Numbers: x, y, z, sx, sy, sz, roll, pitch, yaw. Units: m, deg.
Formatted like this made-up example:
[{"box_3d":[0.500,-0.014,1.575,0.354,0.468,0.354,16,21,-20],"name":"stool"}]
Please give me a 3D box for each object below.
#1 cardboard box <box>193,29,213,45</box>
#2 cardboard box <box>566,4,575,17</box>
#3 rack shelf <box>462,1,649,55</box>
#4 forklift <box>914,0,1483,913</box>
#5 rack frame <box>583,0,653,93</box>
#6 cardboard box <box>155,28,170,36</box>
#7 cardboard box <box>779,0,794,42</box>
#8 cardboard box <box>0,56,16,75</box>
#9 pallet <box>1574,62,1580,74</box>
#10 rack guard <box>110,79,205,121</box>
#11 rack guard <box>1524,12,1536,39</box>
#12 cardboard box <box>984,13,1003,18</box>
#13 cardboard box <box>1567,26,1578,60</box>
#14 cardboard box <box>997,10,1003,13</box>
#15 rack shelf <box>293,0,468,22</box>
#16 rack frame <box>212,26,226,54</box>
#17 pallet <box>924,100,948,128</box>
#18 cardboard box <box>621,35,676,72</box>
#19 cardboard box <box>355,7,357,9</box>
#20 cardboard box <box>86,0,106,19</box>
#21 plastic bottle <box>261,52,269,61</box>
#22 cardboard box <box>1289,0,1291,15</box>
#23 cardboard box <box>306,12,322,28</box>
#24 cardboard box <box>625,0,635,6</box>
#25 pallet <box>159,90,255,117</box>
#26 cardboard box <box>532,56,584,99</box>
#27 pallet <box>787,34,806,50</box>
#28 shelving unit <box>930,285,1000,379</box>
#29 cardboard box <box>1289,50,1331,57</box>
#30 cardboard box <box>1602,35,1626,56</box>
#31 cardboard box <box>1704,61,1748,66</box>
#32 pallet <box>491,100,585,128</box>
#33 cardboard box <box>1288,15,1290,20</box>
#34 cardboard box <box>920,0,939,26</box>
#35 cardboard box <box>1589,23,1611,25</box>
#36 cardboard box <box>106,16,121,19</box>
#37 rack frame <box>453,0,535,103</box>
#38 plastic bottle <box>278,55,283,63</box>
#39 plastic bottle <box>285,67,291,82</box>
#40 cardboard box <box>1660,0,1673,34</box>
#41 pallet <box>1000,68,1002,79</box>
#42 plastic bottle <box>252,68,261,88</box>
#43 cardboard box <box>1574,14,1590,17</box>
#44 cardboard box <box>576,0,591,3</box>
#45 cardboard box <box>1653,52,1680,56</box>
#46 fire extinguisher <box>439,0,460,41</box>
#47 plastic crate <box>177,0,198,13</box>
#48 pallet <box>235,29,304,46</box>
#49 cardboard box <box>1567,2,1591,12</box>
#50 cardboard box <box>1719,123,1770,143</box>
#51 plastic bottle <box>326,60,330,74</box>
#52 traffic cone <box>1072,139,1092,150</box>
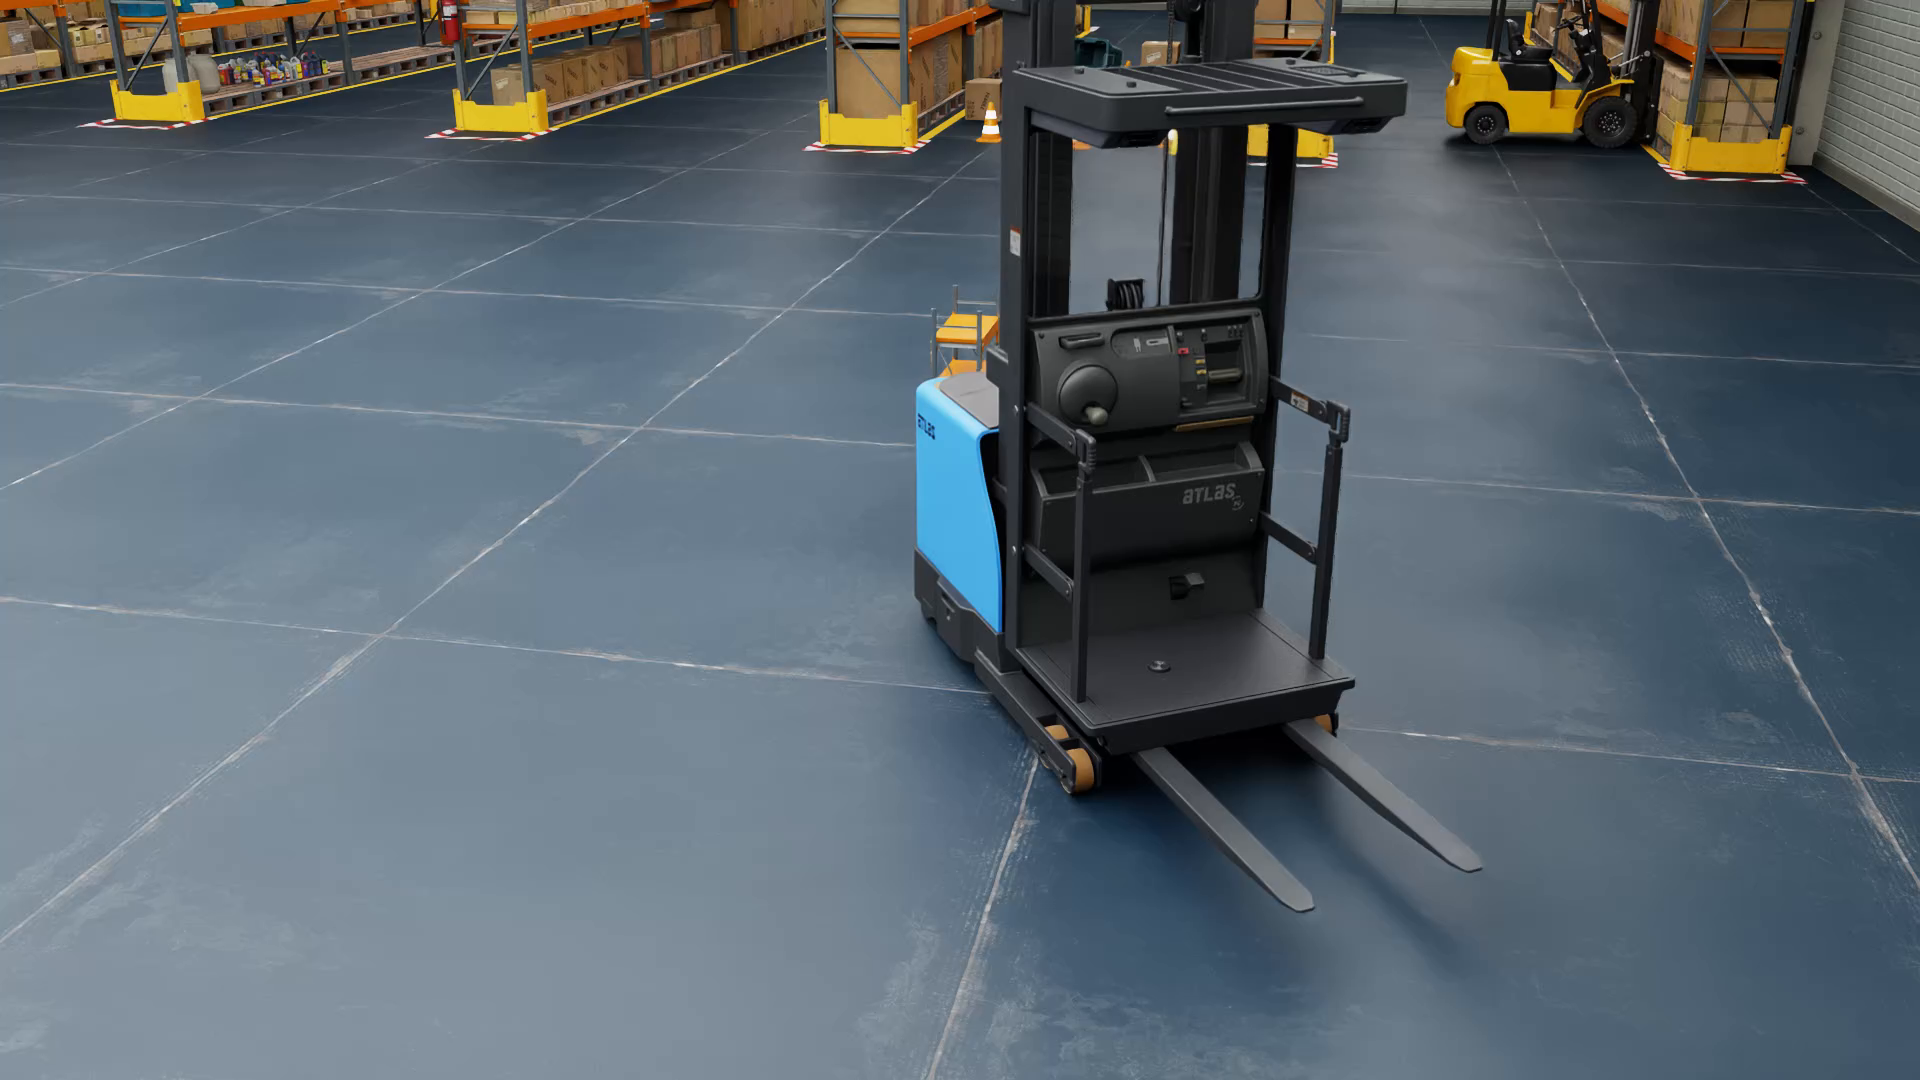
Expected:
[{"box_3d":[-13.882,-9.085,30.014,0.500,0.250,0.500,5,22,12],"name":"cardboard box"},{"box_3d":[-5.409,-7.121,22.357,0.380,0.149,0.250,4,22,11],"name":"cardboard box"},{"box_3d":[-5.541,-7.092,22.910,1.077,0.370,4.000,4,22,11],"name":"rack shelf"},{"box_3d":[0.790,-0.610,5.946,1.130,2.935,3.031,-8,23,-19],"name":"forklift"},{"box_3d":[-5.133,-8.157,24.592,1.000,3.000,0.127,4,22,11],"name":"rack frame"},{"box_3d":[-14.085,-8.971,28.980,0.500,0.311,0.500,4,22,11],"name":"cardboard box"},{"box_3d":[-3.793,-9.730,30.779,1.225,0.875,0.875,4,22,9],"name":"cardboard box"},{"box_3d":[-14.910,-7.281,25.534,0.500,0.250,0.500,4,22,11],"name":"cardboard box"},{"box_3d":[10.434,-7.464,26.604,1.003,0.211,1.213,4,22,11],"name":"pallet"},{"box_3d":[-10.828,-5.944,22.442,1.175,0.500,0.348,4,22,11],"name":"rack guard"},{"box_3d":[11.862,-10.226,33.075,1.175,0.500,0.348,4,22,11],"name":"rack guard"},{"box_3d":[0.306,-8.140,27.000,1.050,0.750,0.750,4,22,10],"name":"cardboard box"},{"box_3d":[10.425,-8.259,27.629,0.500,0.500,0.500,4,22,9],"name":"cardboard box"},{"box_3d":[0.896,-8.822,28.023,0.500,0.250,0.500,3,22,8],"name":"cardboard box"},{"box_3d":[-9.573,-8.932,27.480,1.077,0.370,4.000,4,22,11],"name":"rack shelf"},{"box_3d":[-14.014,-10.376,30.103,1.000,3.000,0.127,4,22,11],"name":"rack frame"},{"box_3d":[-0.776,-5.729,22.295,1.003,0.211,1.213,4,22,11],"name":"pallet"},{"box_3d":[-4.871,-7.597,25.960,0.700,0.500,0.500,4,22,11],"name":"cardboard box"},{"box_3d":[-13.206,-11.300,35.407,0.500,0.311,0.500,4,22,11],"name":"cardboard box"},{"box_3d":[-18.053,-11.166,34.378,0.750,0.750,0.750,5,22,12],"name":"cardboard box"},{"box_3d":[-10.552,-7.246,25.288,0.144,0.351,0.185,5,22,12],"name":"plastic bottle"},{"box_3d":[3.928,-6.892,20.919,0.500,0.500,0.500,5,22,12],"name":"cardboard box"},{"box_3d":[-13.127,-10.501,33.170,0.500,0.500,0.500,5,22,11],"name":"cardboard box"},{"box_3d":[-4.949,-7.849,24.163,0.380,0.149,0.250,4,22,11],"name":"cardboard box"},{"box_3d":[-10.657,-6.106,23.233,1.003,0.211,1.213,4,22,11],"name":"pallet"},{"box_3d":[-5.570,-6.405,23.026,0.500,0.500,0.500,7,23,16],"name":"cardboard box"},{"box_3d":[-3.584,-9.501,31.663,1.003,0.211,1.213,4,22,11],"name":"pallet"},{"box_3d":[0.034,-0.617,8.280,0.258,1.200,0.503,4,22,11],"name":"shelving unit"},{"box_3d":[4.506,-6.059,21.498,0.500,0.500,0.500,6,23,14],"name":"cardboard box"},{"box_3d":[9.979,-7.114,24.619,0.875,0.625,0.625,5,23,13],"name":"cardboard box"},{"box_3d":[9.218,-5.658,20.167,0.500,0.250,0.500,4,22,10],"name":"cardboard box"},{"box_3d":[-5.733,-5.723,22.281,1.003,0.211,1.213,4,22,11],"name":"pallet"},{"box_3d":[3.951,-6.533,20.895,0.380,0.149,0.250,4,22,11],"name":"cardboard box"},{"box_3d":[-0.754,-6.886,21.235,0.875,0.550,0.550,4,22,11],"name":"cardboard box"},{"box_3d":[10.123,-8.126,26.430,0.380,0.149,0.250,3,22,8],"name":"cardboard box"},{"box_3d":[-14.613,-9.008,29.072,0.500,0.311,0.500,4,22,9],"name":"cardboard box"},{"box_3d":[-5.949,-6.694,20.960,1.000,3.000,0.127,4,22,11],"name":"rack frame"},{"box_3d":[-10.410,-7.267,25.430,0.061,0.283,0.133,4,22,11],"name":"plastic bottle"},{"box_3d":[-9.970,-6.890,24.604,0.097,0.201,0.097,0,22,0],"name":"plastic bottle"},{"box_3d":[8.767,-6.369,20.019,0.500,0.500,0.500,5,22,11],"name":"cardboard box"},{"box_3d":[0.284,-7.629,27.013,1.003,0.211,1.213,4,22,11],"name":"pallet"},{"box_3d":[-10.123,-6.649,23.912,0.097,0.271,0.097,0,22,0],"name":"plastic bottle"},{"box_3d":[10.575,-8.784,28.064,0.380,0.149,0.250,4,22,11],"name":"cardboard box"},{"box_3d":[-5.567,-7.631,22.754,0.875,0.500,0.500,4,22,11],"name":"cardboard box"},{"box_3d":[8.909,-6.068,21.186,0.500,0.250,0.500,4,22,11],"name":"cardboard box"},{"box_3d":[-6.423,-6.651,20.957,0.296,0.674,0.183,4,22,11],"name":"fire extinguisher"},{"box_3d":[-10.850,-7.446,23.025,0.499,0.251,0.408,4,22,11],"name":"plastic crate"},{"box_3d":[-13.573,-9.798,32.399,1.003,0.211,1.213,4,22,11],"name":"pallet"},{"box_3d":[10.722,-9.215,28.736,0.380,0.149,0.250,3,22,8],"name":"cardboard box"},{"box_3d":[8.904,-4.646,18.992,0.500,0.250,0.500,5,22,11],"name":"cardboard box"},{"box_3d":[-9.750,-7.284,25.582,0.097,0.201,0.097,0,22,0],"name":"plastic bottle"},{"box_3d":[1.421,-4.978,20.094,0.336,0.463,0.334,4,22,11],"name":"traffic cone"}]
